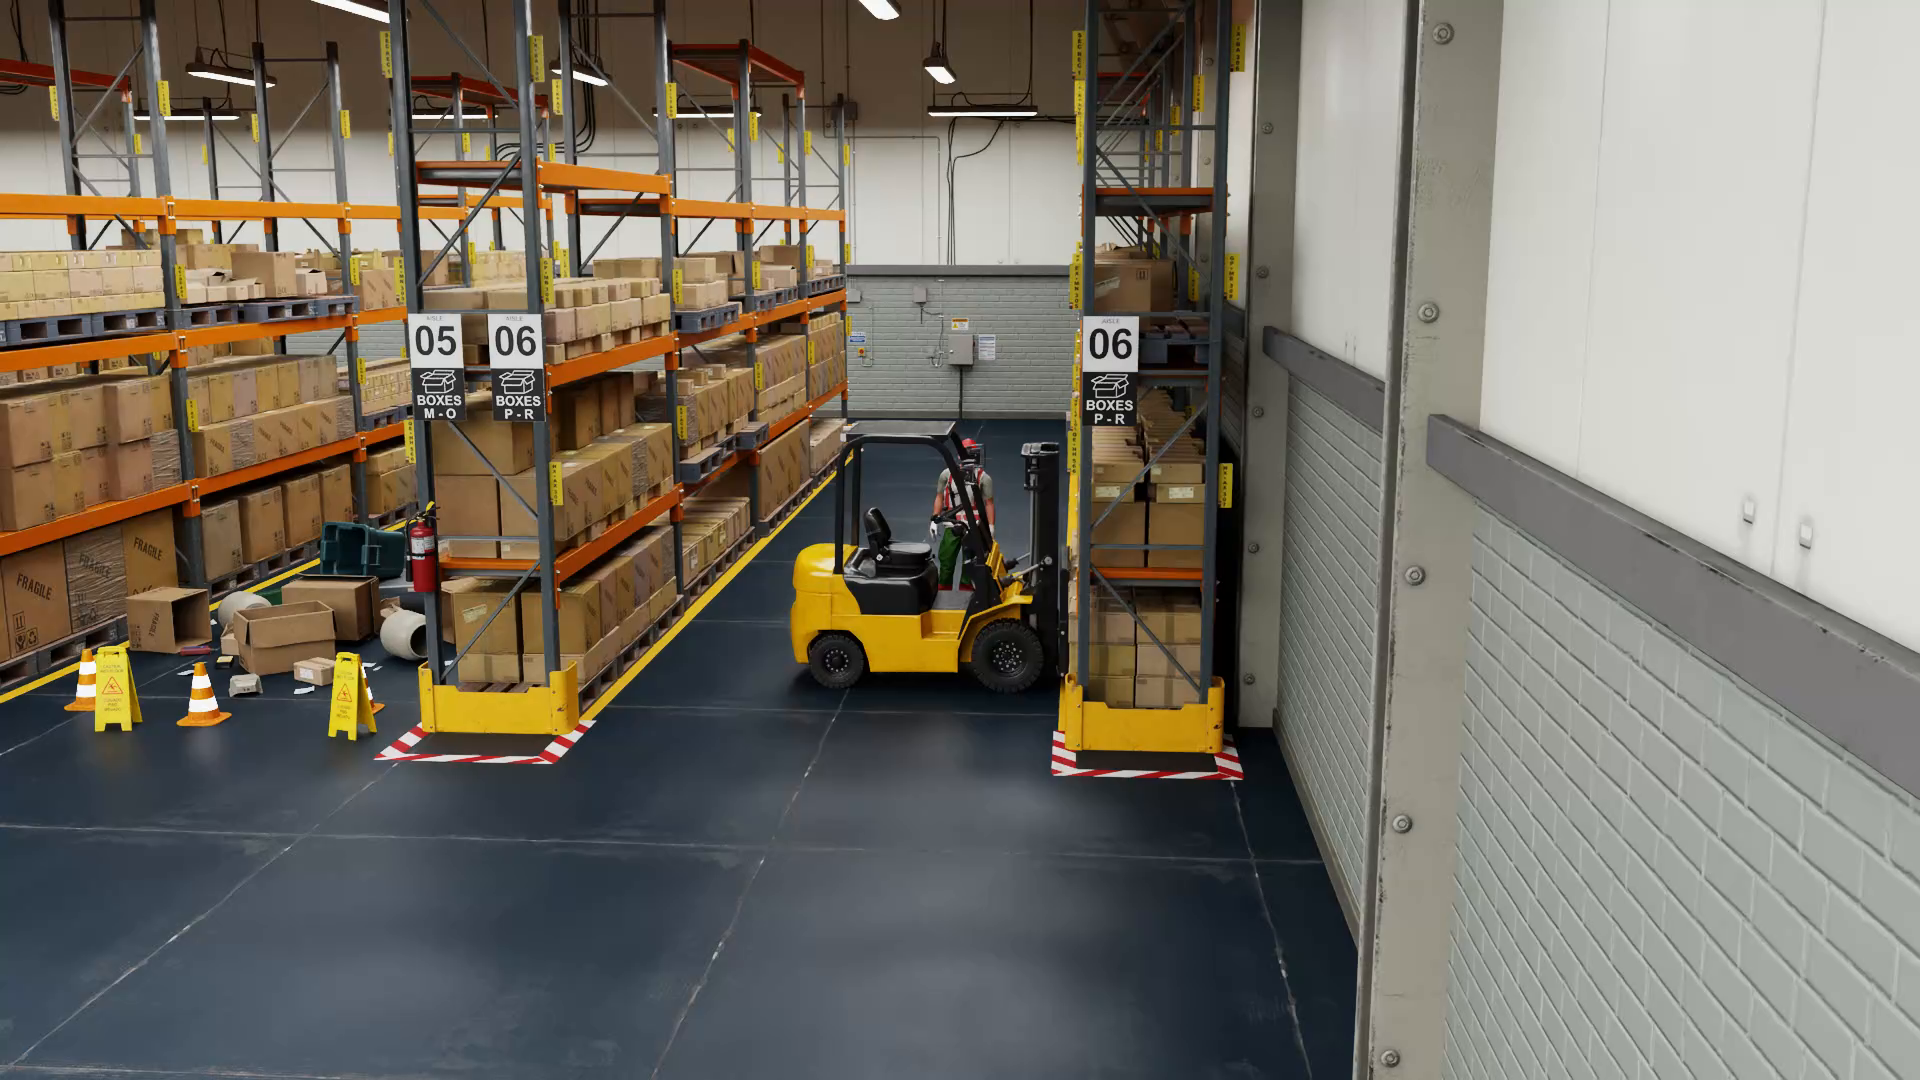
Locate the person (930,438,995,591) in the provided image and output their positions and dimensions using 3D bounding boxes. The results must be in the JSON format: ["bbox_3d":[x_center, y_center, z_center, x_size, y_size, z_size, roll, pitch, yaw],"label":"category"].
[{"bbox_3d":[0.020,-0.090,16.283,0.637,1.787,0.565,1,11,4],"label":"person"}]
